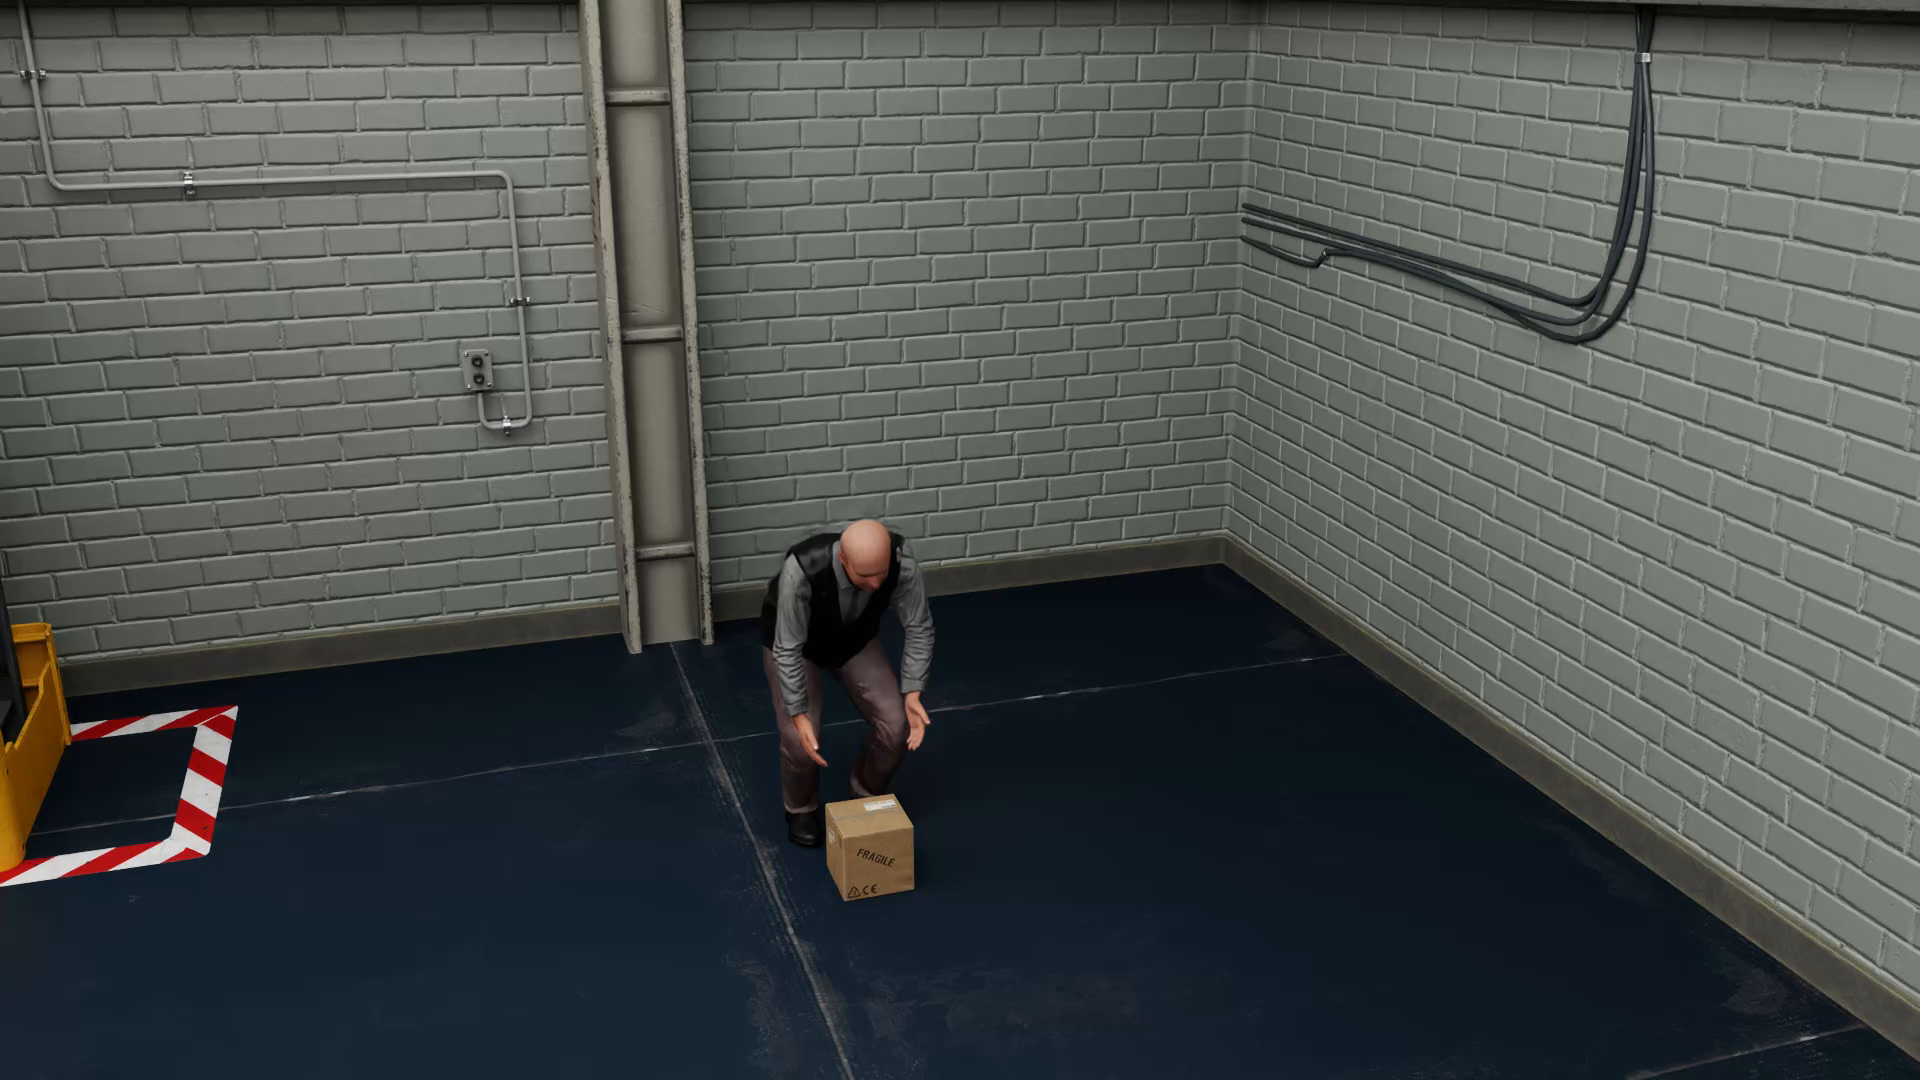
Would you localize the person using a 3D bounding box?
[{"bbox_3d":[-0.408,0.456,5.960,0.587,1.285,0.771,-6,20,-17],"label":"person"}]
